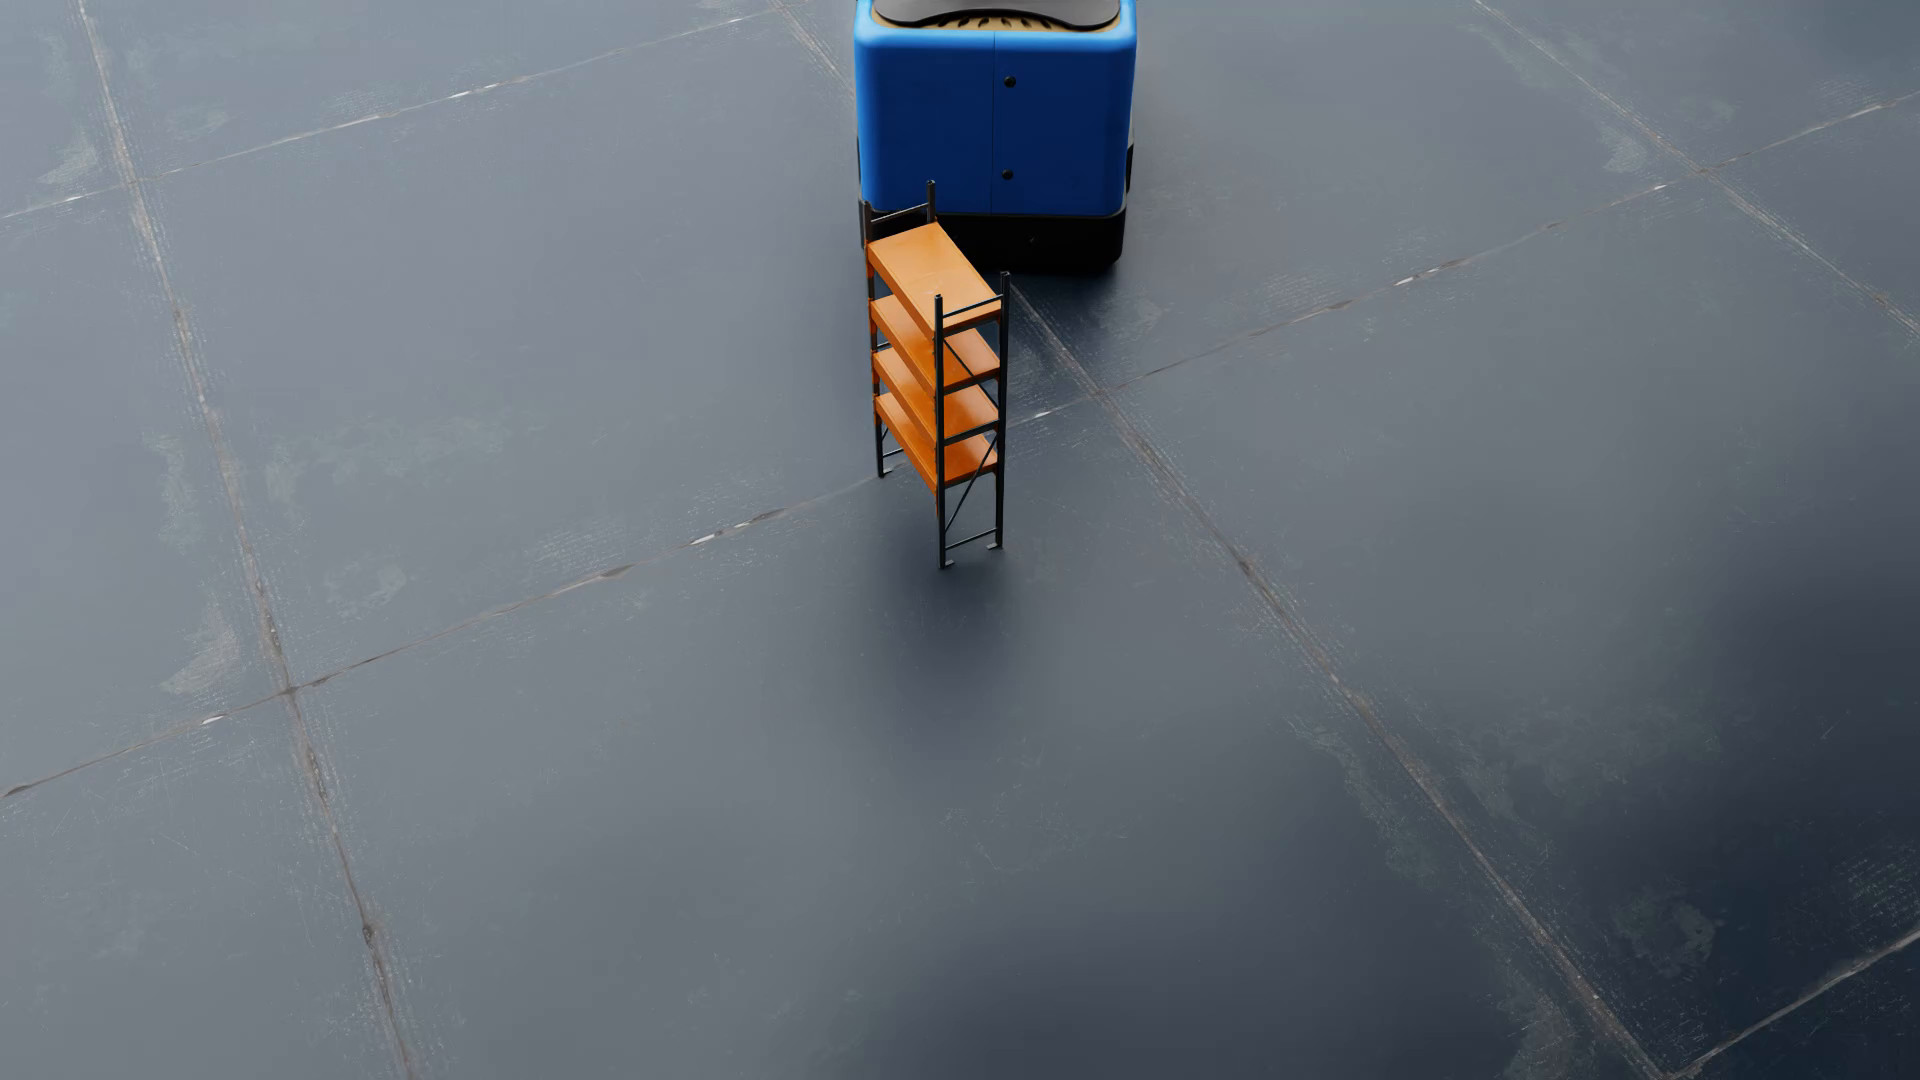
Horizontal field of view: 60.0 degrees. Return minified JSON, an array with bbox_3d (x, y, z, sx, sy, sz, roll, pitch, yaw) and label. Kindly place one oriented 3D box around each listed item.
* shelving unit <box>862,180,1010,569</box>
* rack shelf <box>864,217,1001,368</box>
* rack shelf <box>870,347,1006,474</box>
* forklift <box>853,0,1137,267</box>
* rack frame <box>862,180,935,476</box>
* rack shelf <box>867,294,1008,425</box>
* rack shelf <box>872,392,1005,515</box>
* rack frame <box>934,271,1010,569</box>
[{"bbox_3d":[-0.076,-0.506,5.395,0.258,1.200,0.503,-21,52,-18],"label":"shelving unit"},{"bbox_3d":[-0.076,-0.765,5.099,0.258,0.148,0.480,-21,52,-18],"label":"rack shelf"},{"bbox_3d":[-0.076,-0.462,5.446,0.258,0.148,0.480,-21,52,-18],"label":"rack shelf"},{"bbox_3d":[0.185,-3.154,6.561,1.130,2.935,3.031,2,49,2],"label":"forklift"},{"bbox_3d":[-0.187,-0.669,5.538,0.240,1.200,0.015,-21,52,-18],"label":"rack frame"},{"bbox_3d":[-0.076,-0.609,5.278,0.258,0.148,0.480,-21,52,-18],"label":"rack shelf"},{"bbox_3d":[-0.076,-0.331,5.595,0.258,0.148,0.480,-21,52,-18],"label":"rack shelf"},{"bbox_3d":[0.036,-0.342,5.252,0.240,1.200,0.015,-21,52,-18],"label":"rack frame"}]
